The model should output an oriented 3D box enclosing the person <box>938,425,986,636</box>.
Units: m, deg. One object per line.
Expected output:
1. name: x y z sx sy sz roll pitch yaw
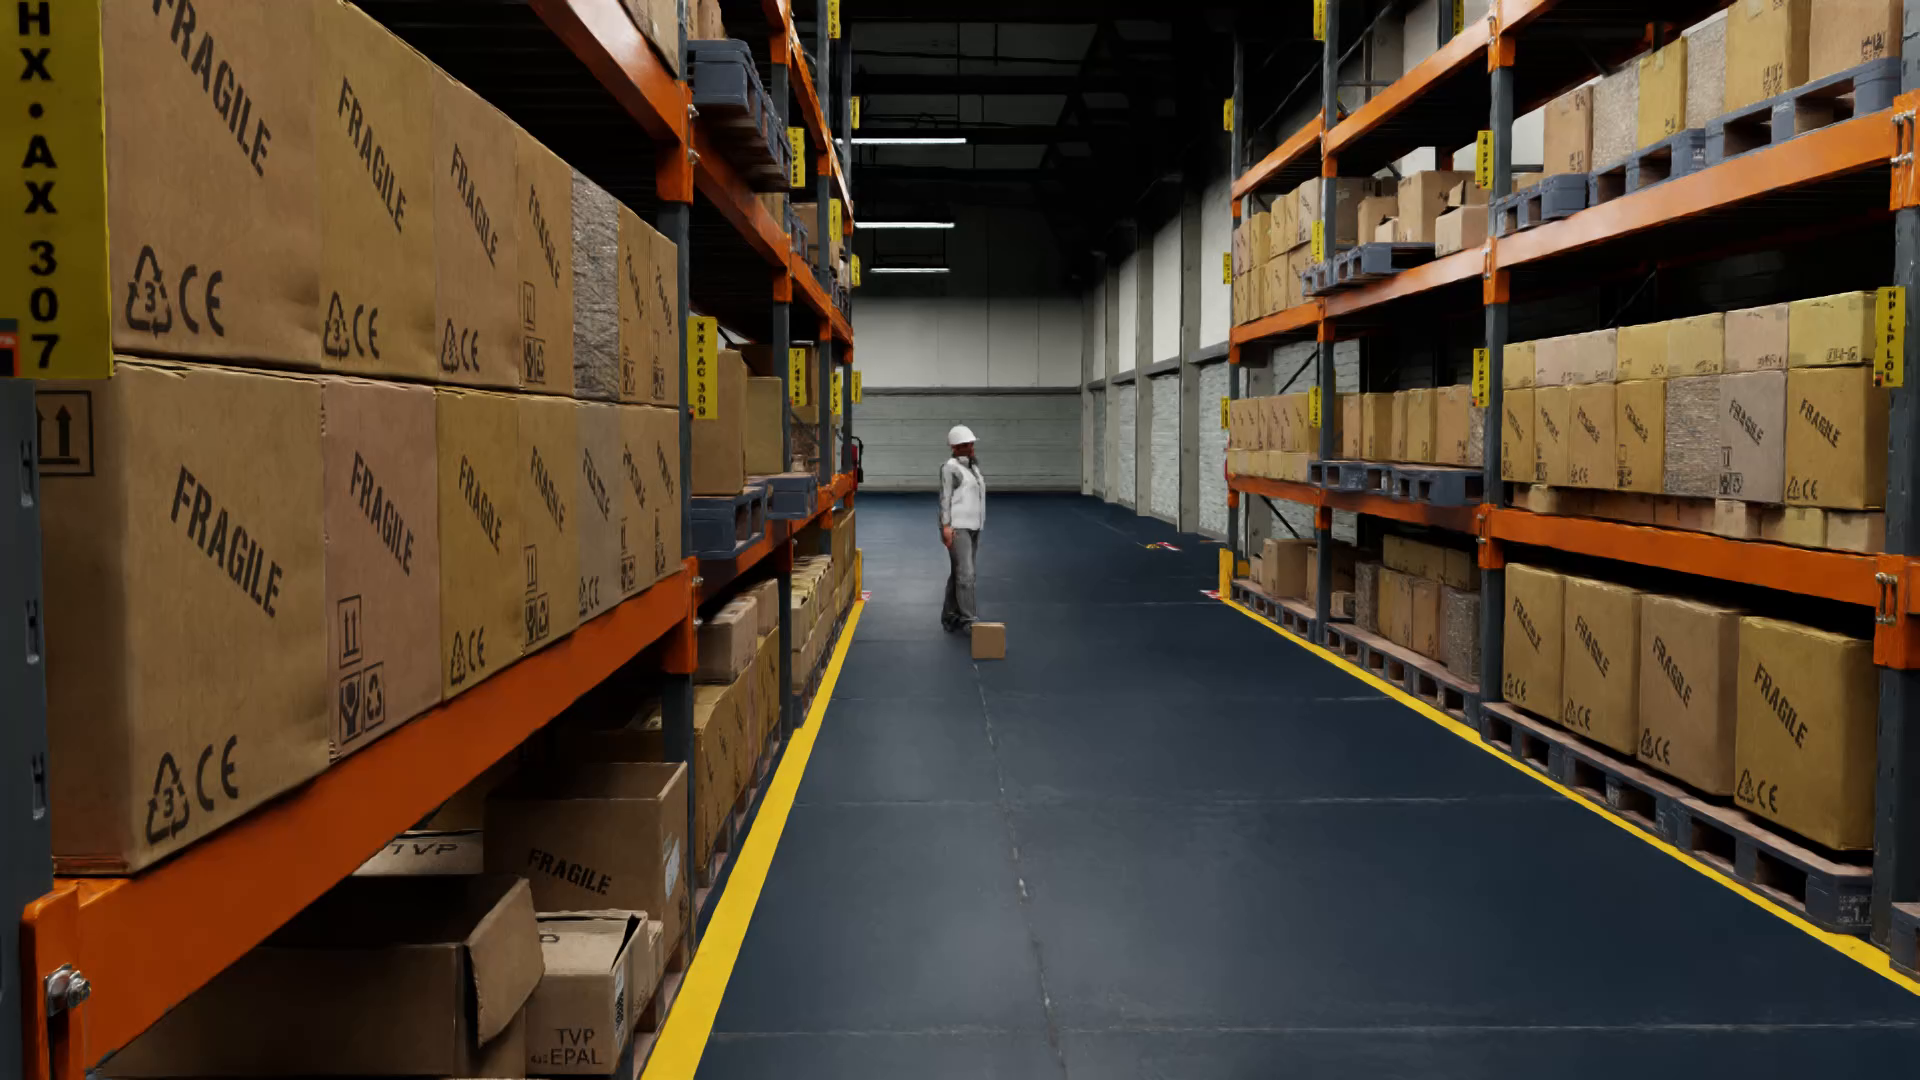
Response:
1. person: 0.077 -0.086 14.032 0.611 1.768 0.715 2 4 22
